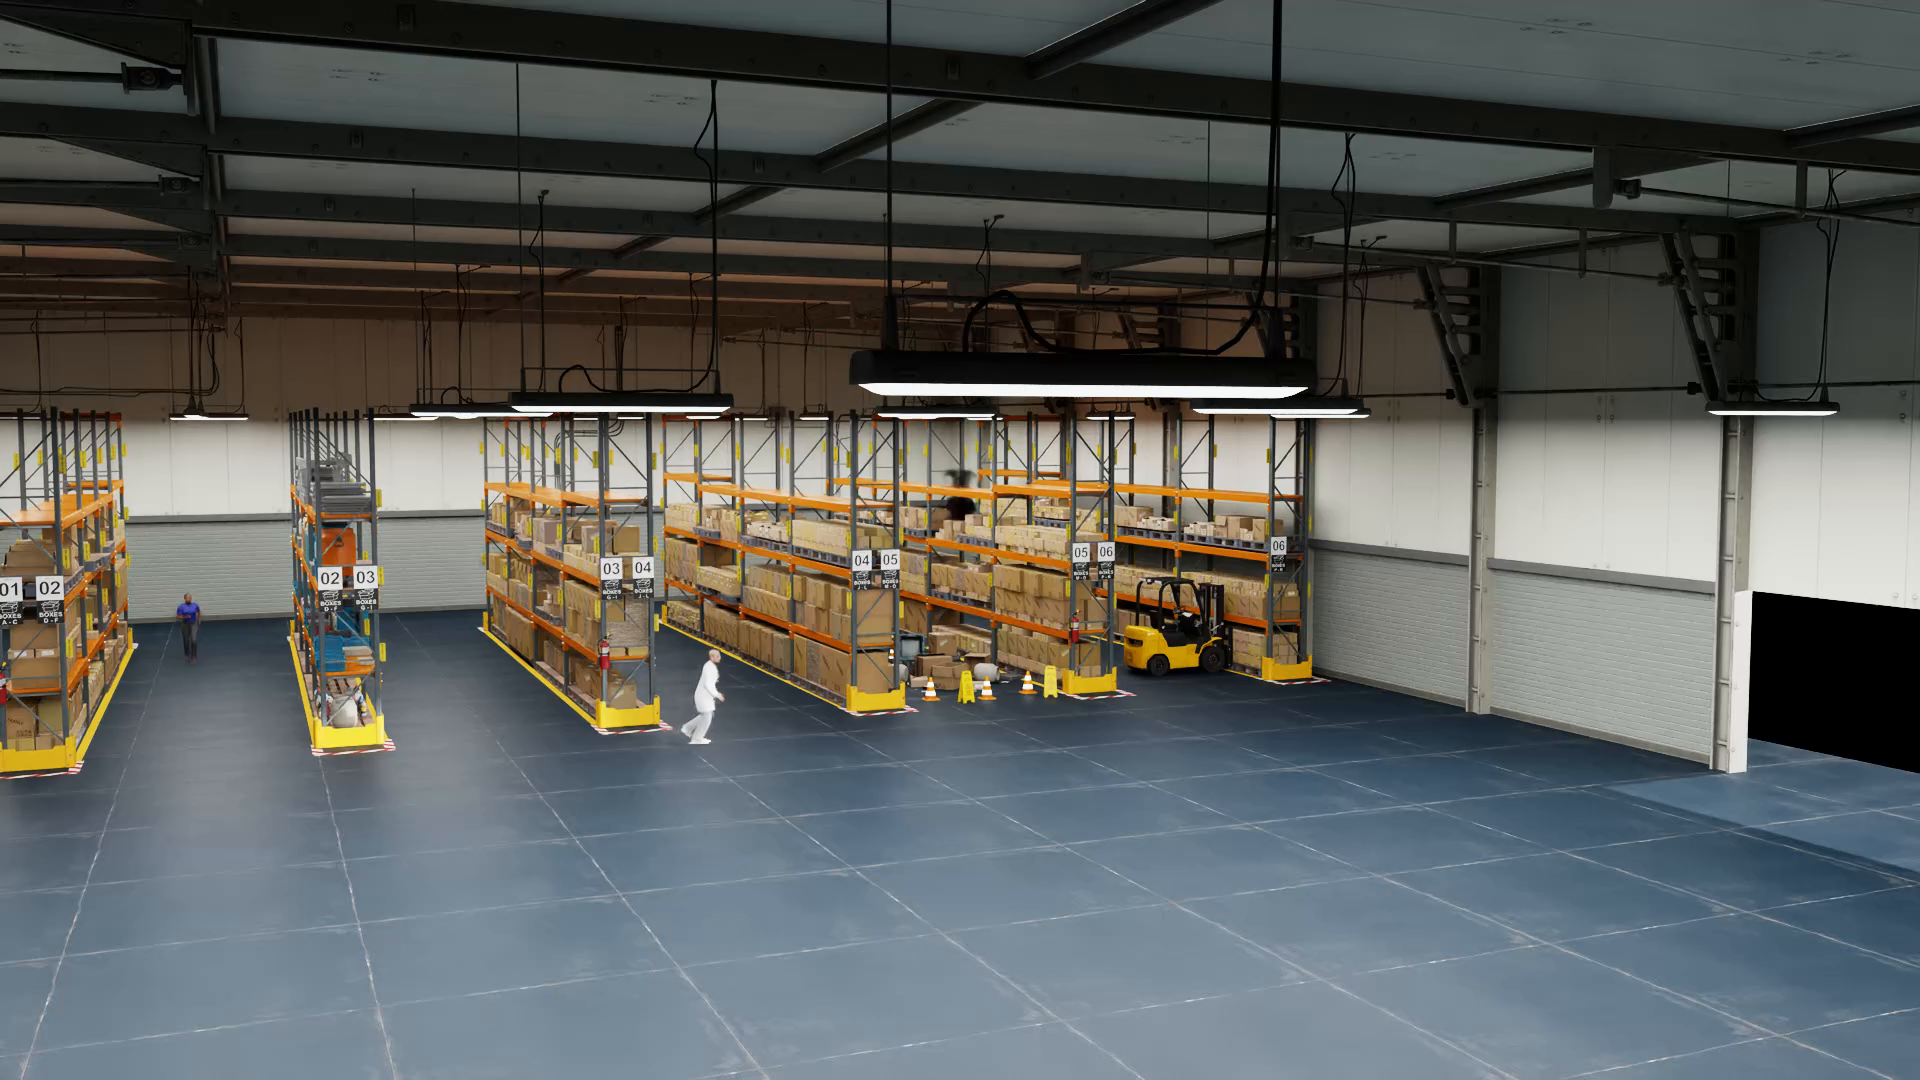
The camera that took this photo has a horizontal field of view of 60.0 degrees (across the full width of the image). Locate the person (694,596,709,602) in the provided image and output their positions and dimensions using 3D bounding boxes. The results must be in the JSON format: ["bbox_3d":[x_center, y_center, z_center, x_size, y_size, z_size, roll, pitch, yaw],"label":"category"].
[{"bbox_3d":[-7.700,1.379,49.611,0.910,1.748,0.671,-4,6,-44],"label":"person"}]

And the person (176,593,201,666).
[{"bbox_3d":[-18.395,2.109,39.675,0.527,1.705,0.862,-2,4,-25],"label":"person"}]

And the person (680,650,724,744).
[{"bbox_3d":[-4.592,2.793,29.629,0.799,1.700,0.689,0,4,-4],"label":"person"}]
